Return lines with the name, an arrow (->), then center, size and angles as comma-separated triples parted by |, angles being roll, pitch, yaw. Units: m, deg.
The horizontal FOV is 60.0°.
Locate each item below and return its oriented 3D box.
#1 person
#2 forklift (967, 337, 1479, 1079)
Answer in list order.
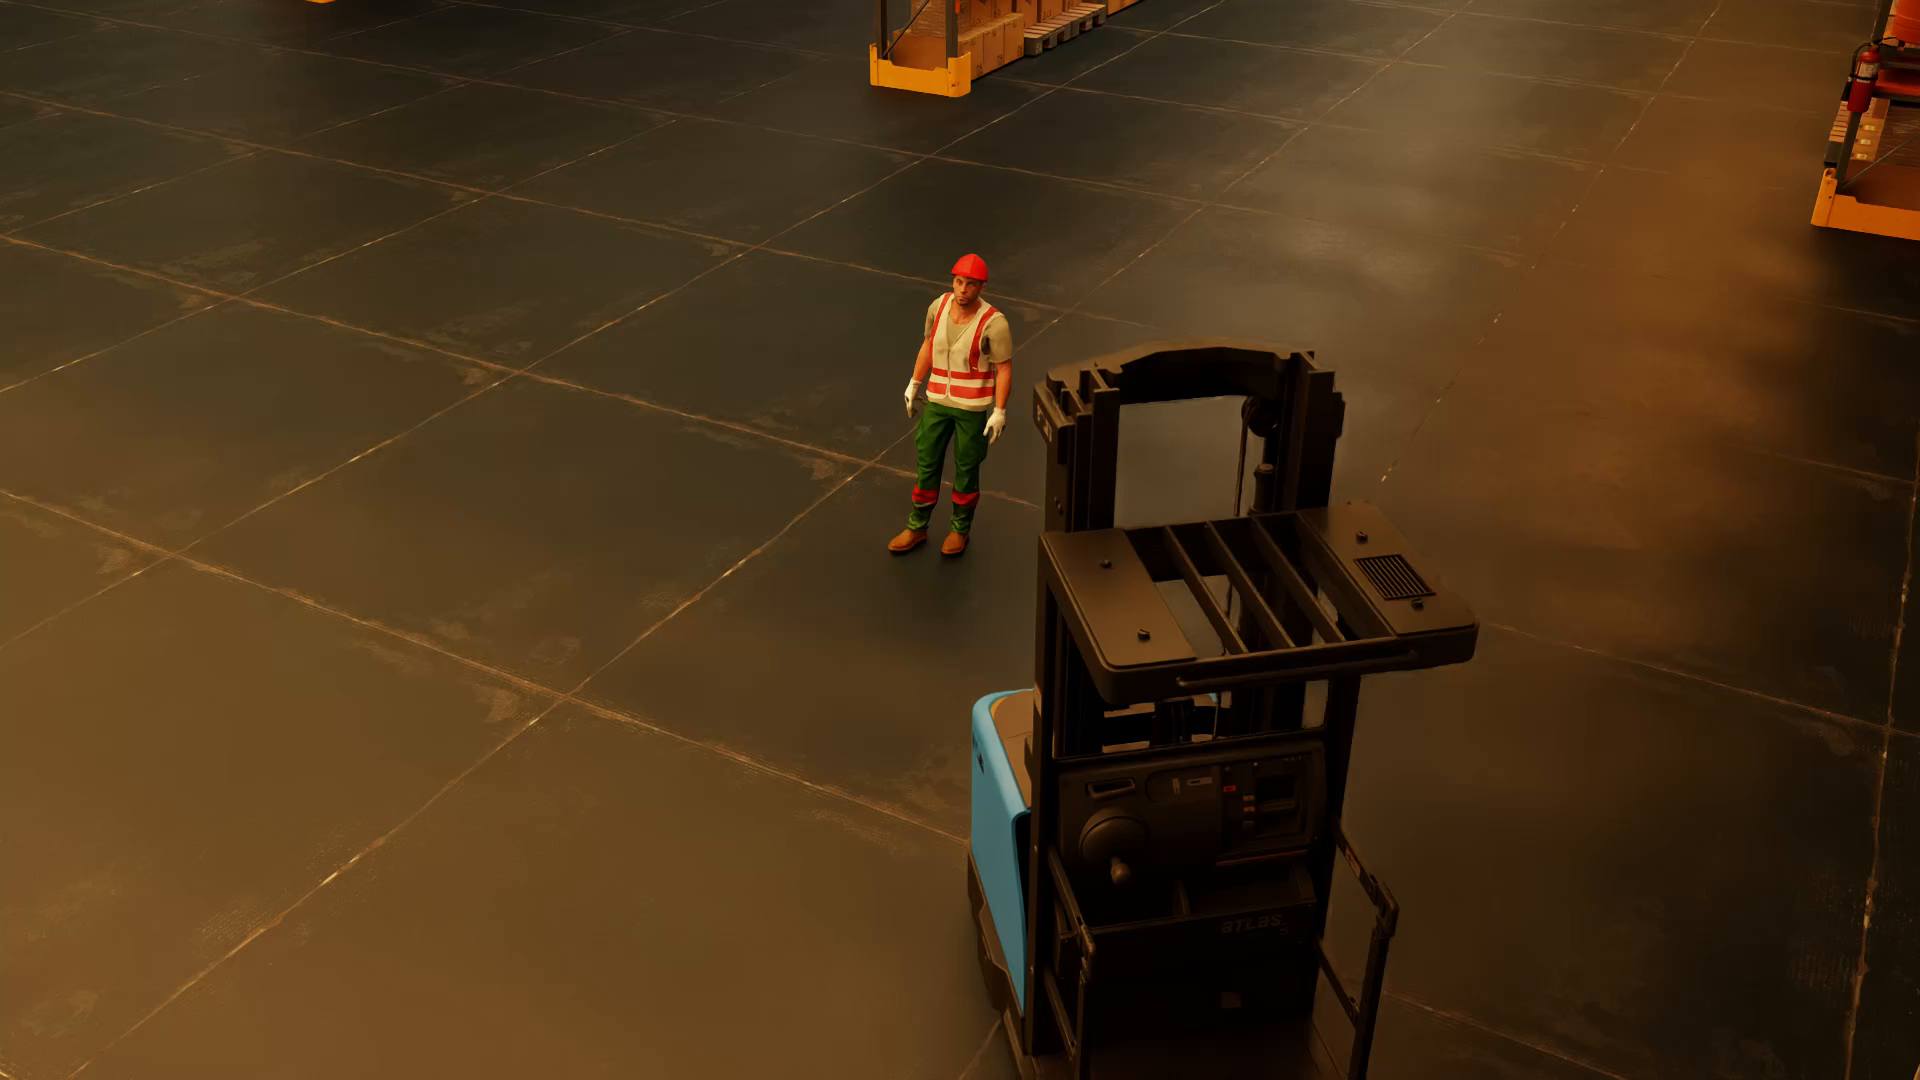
person -> -0.050, -0.749, 9.497 | 0.637, 1.787, 0.564 | 15, 33, 25
forklift -> 0.830, 0.962, 5.404 | 1.130, 2.935, 3.031 | -6, 30, -10
